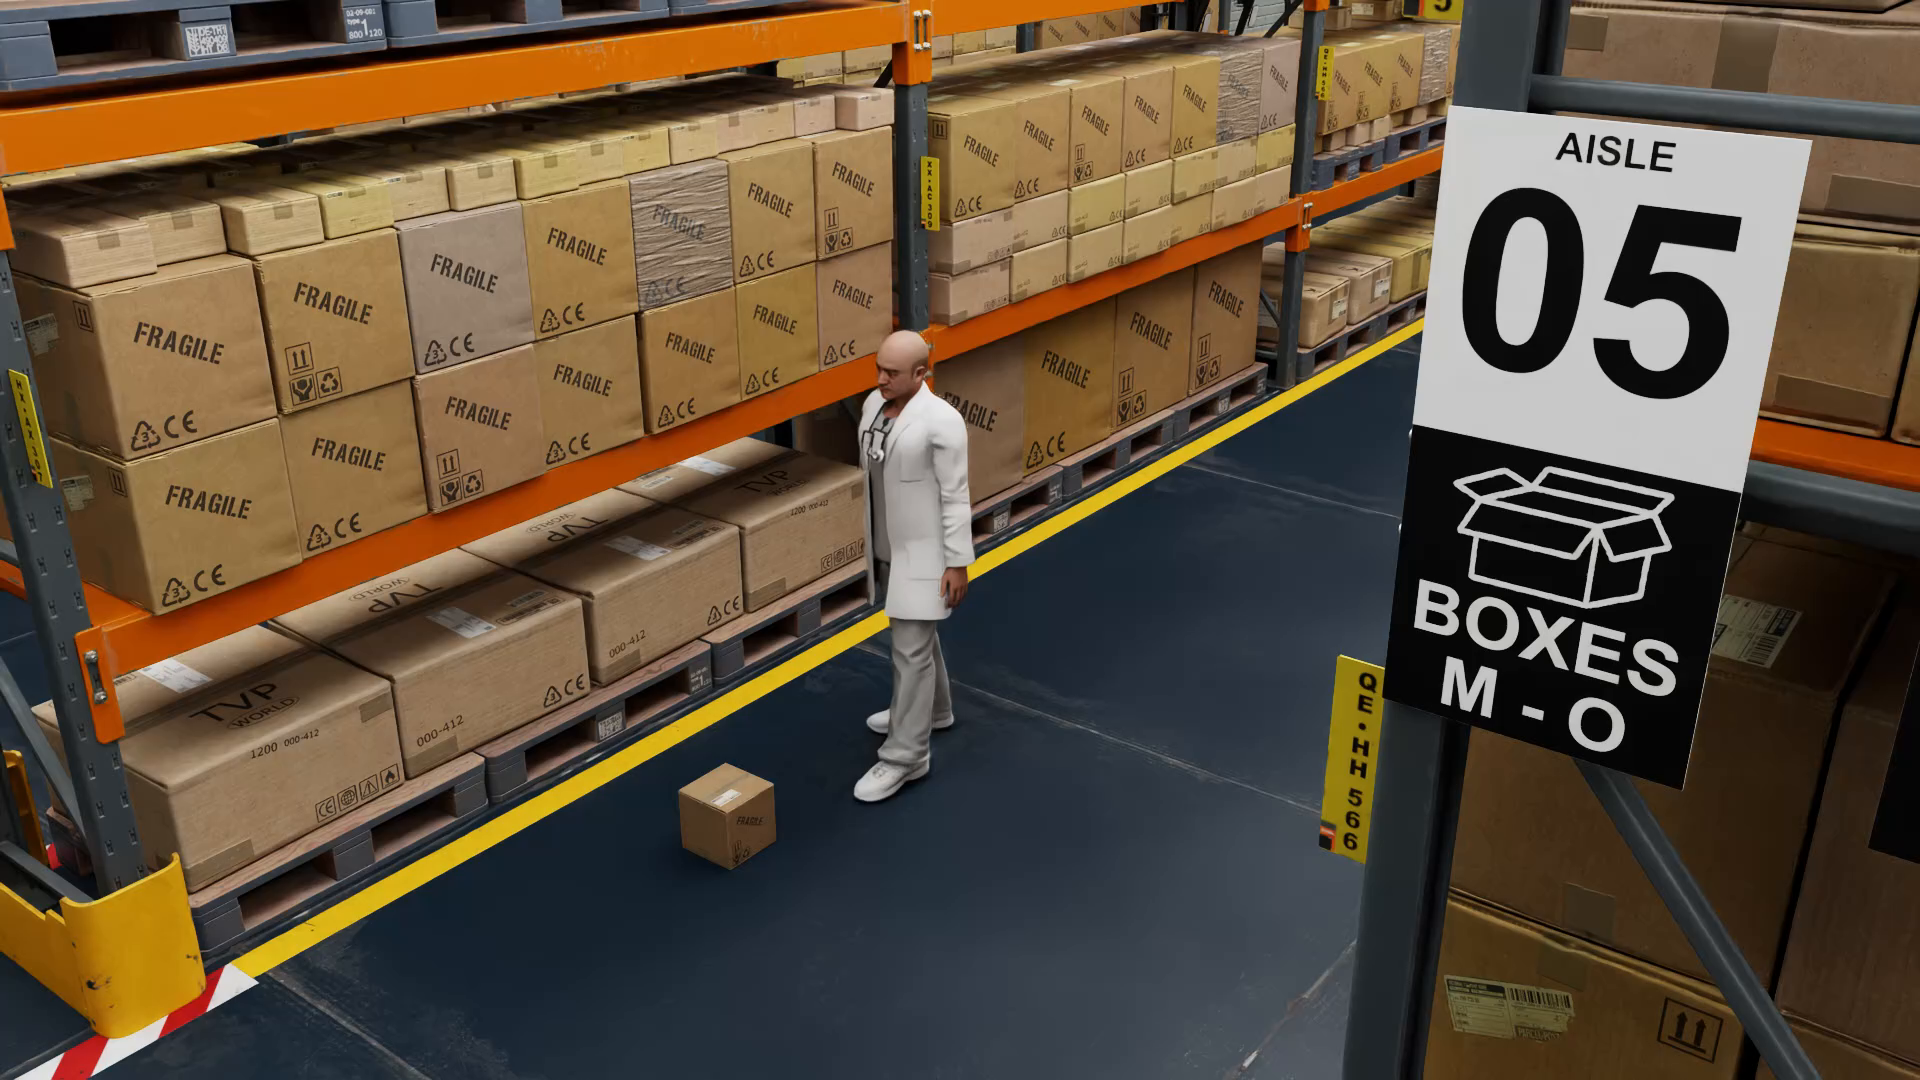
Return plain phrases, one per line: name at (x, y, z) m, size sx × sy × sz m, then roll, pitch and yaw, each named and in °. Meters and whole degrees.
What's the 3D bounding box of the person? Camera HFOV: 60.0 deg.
person at (-0.267, 0.055, 6.453) m, size 0.695 × 1.768 × 0.632 m, roll -17°, pitch 29°, yaw -34°
